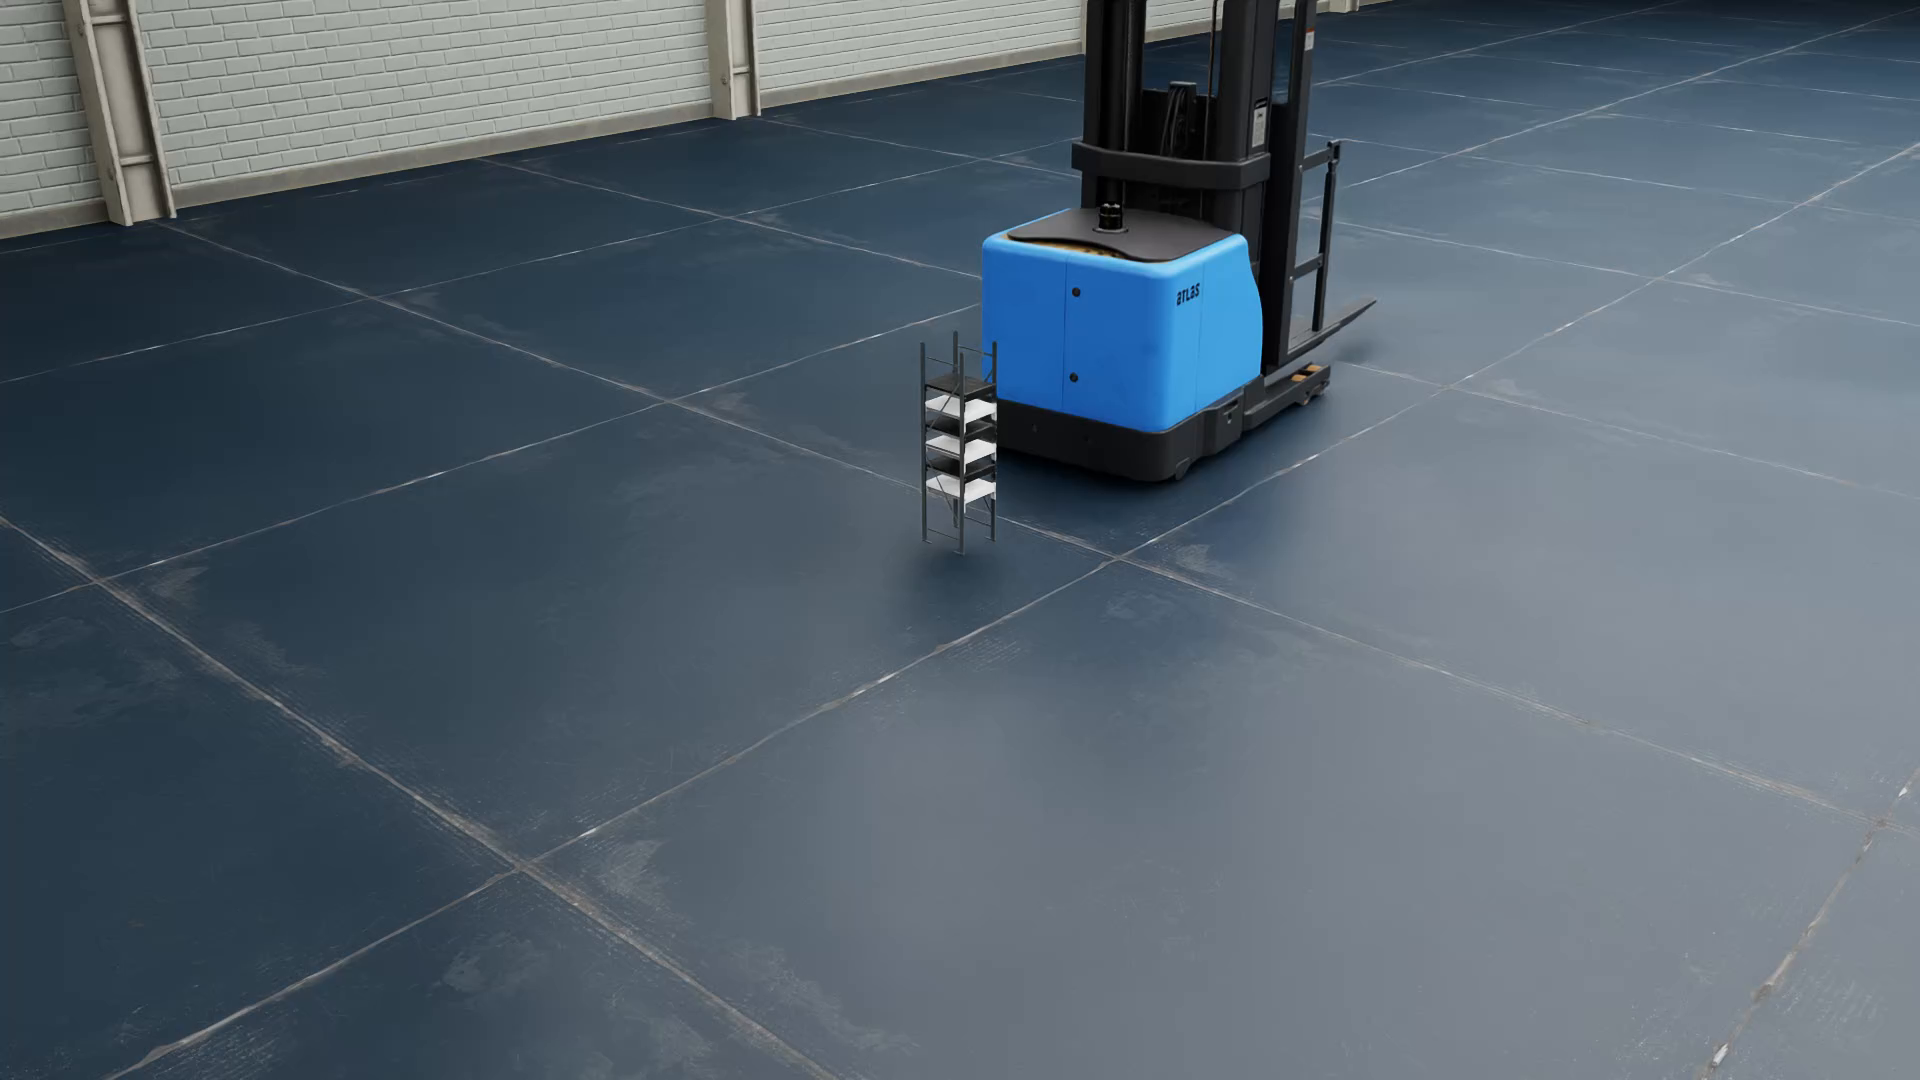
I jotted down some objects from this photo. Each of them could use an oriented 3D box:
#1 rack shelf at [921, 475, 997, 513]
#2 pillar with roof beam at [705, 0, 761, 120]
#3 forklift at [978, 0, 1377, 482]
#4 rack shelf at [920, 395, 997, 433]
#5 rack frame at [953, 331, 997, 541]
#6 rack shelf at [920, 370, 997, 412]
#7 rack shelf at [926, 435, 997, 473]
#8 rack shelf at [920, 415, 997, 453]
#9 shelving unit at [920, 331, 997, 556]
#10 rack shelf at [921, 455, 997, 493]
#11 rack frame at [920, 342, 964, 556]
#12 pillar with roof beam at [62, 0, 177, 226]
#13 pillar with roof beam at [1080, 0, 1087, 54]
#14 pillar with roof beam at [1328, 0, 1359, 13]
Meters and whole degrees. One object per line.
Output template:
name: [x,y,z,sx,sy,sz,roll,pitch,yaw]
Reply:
rack shelf: [-0.005,-0.213,7.148,0.258,0.077,0.200,20,31,38]
pillar with roof beam: [0.946,-7.224,12.362,9.100,9.000,0.400,20,31,38]
forklift: [1.347,-2.153,8.469,1.130,2.935,3.031,16,29,32]
rack shelf: [-0.005,-0.542,7.000,0.258,0.077,0.200,20,31,38]
rack frame: [0.062,-0.439,7.129,0.240,0.900,0.006,20,31,38]
rack shelf: [-0.005,-0.624,6.964,0.258,0.077,0.200,20,31,38]
rack shelf: [-0.005,-0.378,7.074,0.258,0.077,0.200,20,31,38]
rack shelf: [-0.005,-0.460,7.037,0.258,0.077,0.200,20,31,38]
shelving unit: [-0.005,-0.408,7.060,0.258,0.900,0.210,20,31,38]
rack shelf: [-0.005,-0.296,7.111,0.258,0.077,0.200,20,31,38]
rack frame: [-0.073,-0.377,6.991,0.240,0.900,0.006,20,31,38]
pillar with roof beam: [-3.058,-5.396,8.285,9.100,9.000,0.400,20,31,38]
pillar with roof beam: [4.951,-9.052,16.439,9.100,9.000,0.400,20,31,38]
pillar with roof beam: [8.955,-10.880,20.517,9.100,9.000,0.400,20,31,38]
